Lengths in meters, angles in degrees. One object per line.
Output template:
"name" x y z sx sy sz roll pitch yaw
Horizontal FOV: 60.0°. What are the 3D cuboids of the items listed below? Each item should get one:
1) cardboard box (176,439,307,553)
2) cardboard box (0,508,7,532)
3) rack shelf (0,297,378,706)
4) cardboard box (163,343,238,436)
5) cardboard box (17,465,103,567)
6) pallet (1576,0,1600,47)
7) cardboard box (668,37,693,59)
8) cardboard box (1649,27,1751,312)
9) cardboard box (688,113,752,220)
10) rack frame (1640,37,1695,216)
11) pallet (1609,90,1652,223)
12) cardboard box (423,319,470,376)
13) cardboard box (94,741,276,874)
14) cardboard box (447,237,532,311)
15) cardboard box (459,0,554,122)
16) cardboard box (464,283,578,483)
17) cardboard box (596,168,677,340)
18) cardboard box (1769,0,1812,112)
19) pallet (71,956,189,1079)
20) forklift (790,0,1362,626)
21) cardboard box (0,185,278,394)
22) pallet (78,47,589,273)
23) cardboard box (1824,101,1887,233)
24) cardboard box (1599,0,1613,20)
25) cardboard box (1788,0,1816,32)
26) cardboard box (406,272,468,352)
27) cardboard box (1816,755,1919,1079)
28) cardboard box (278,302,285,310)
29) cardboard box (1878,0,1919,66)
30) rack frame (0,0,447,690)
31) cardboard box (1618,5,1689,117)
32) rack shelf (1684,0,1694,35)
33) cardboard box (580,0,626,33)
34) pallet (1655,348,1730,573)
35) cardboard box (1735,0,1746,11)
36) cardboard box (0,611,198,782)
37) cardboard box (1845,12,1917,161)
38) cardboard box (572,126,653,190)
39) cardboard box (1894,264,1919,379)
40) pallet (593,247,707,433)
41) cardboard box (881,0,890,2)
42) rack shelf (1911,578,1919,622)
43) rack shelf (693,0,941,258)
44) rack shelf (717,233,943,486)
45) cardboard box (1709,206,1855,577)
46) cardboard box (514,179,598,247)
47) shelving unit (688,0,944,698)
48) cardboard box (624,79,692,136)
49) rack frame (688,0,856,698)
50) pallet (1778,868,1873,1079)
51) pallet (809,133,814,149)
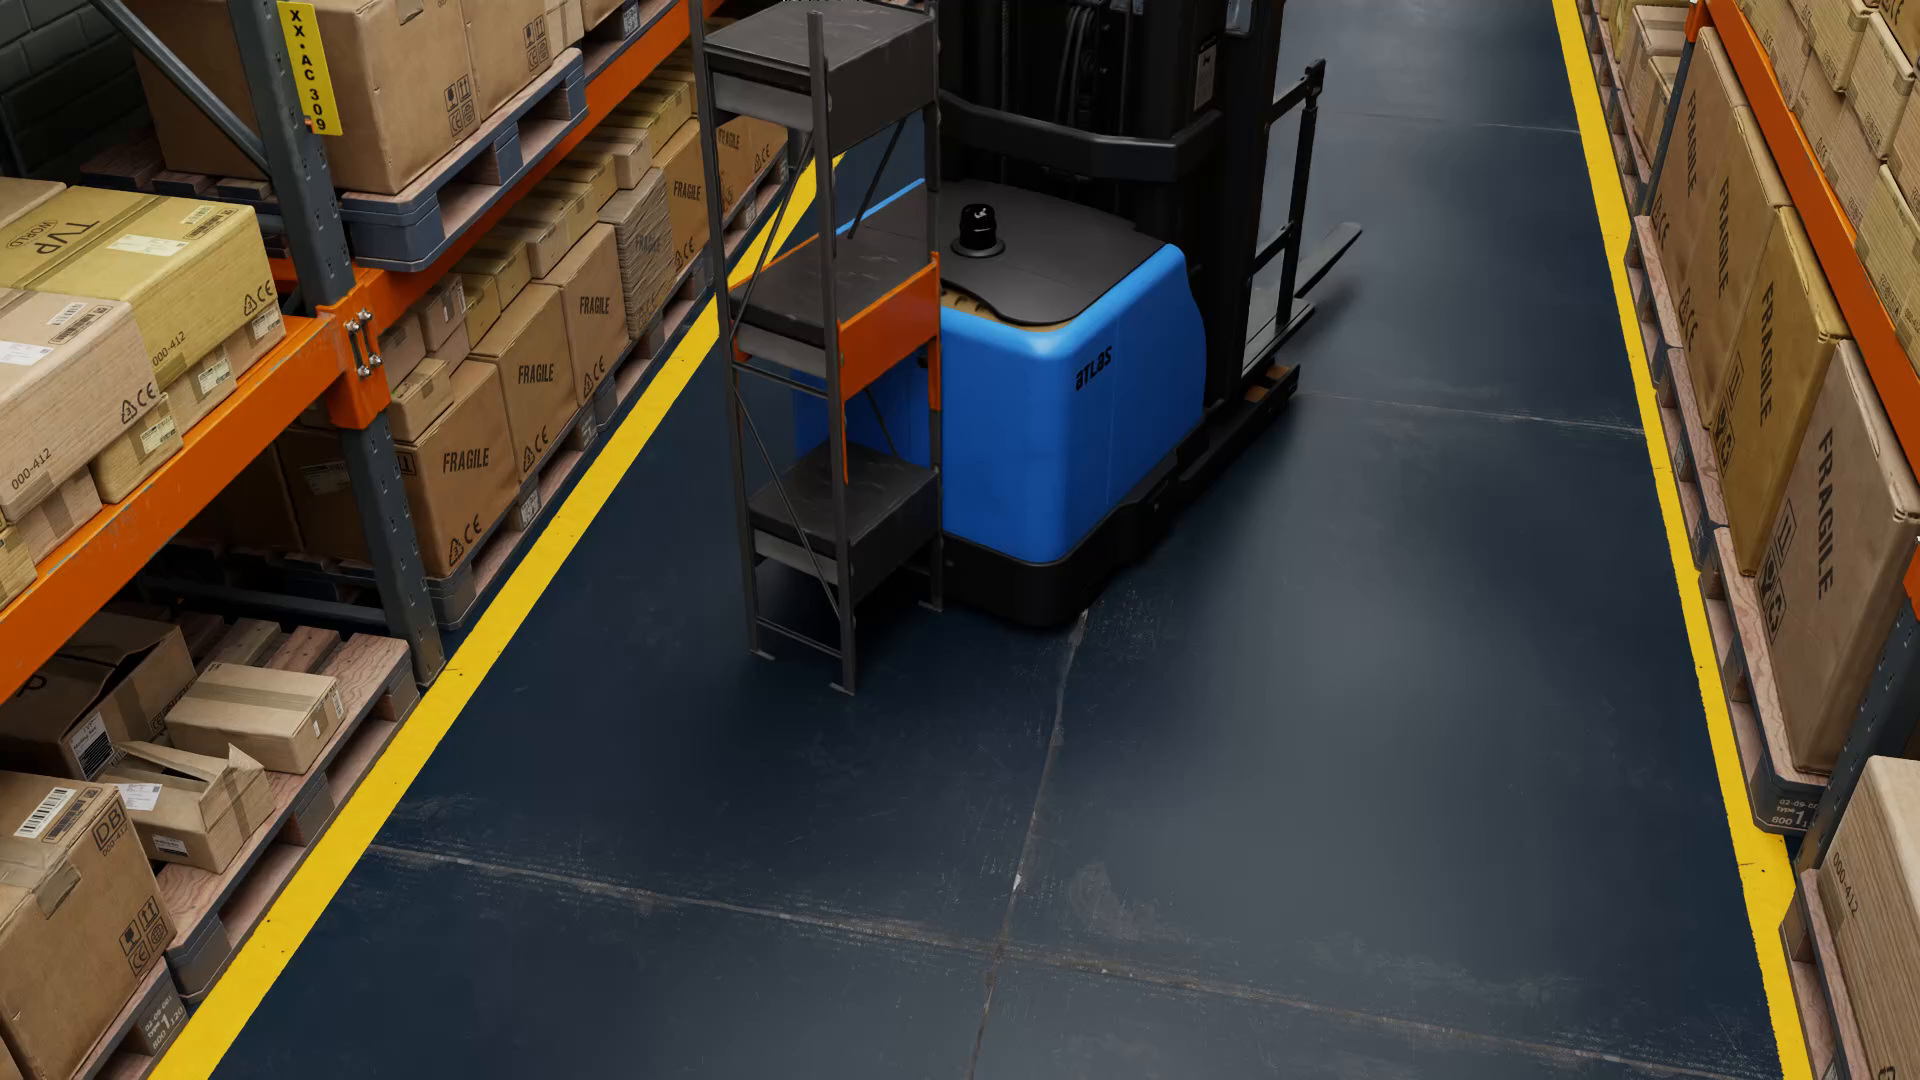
"cardboard box" -2.293 -0.328 5.419 0.500 0.500 0.500 7 37 10
"cardboard box" -2.191 -0.016 3.090 0.500 0.250 0.500 7 37 10
"rack shelf" -2.536 0.586 2.998 1.077 0.370 4.000 7 37 10
"cardboard box" -1.965 -0.384 3.937 0.380 0.149 0.250 8 37 11
"cardboard box" -2.079 -0.085 3.525 0.380 0.149 0.250 8 37 11
"pallet" 4.285 -3.243 10.044 1.003 0.211 1.213 7 37 10
"cardboard box" -1.141 -2.090 7.298 0.380 0.149 0.250 6 36 8
"cardboard box" 3.367 -1.449 6.646 0.875 0.875 0.875 7 37 10
"cardboard box" -1.252 -1.748 7.378 0.500 0.500 0.500 7 36 9
"rack frame" 3.596 -2.525 6.678 1.000 3.000 0.127 7 37 10
"pallet" 3.764 -1.844 8.114 1.003 0.211 1.213 7 37 10
"cardboard box" -1.789 -0.613 5.259 0.380 0.149 0.250 6 36 9
"cardboard box" -2.017 0.646 4.275 0.396 0.266 0.258 9 37 12
"cardboard box" -1.700 -0.921 5.684 0.380 0.149 0.250 7 36 9
"cardboard box" -1.676 -1.609 4.970 0.700 0.500 0.500 8 37 10
"cardboard box" -1.682 -0.565 5.746 0.500 0.500 0.500 7 36 9
"cardboard box" -1.454 -1.148 6.549 0.500 0.500 0.500 6 36 8
"cardboard box" 3.035 -1.619 5.555 0.500 0.250 0.500 8 37 12
"pallet" -2.515 1.372 3.677 1.003 0.211 1.213 7 37 10
"forklift" 0.659 -1.744 5.659 1.130 2.935 3.031 21 41 26
"cardboard box" -1.979 -0.589 3.881 0.500 0.250 0.500 8 37 11
"pallet" -1.831 -1.219 5.039 1.003 0.211 1.213 7 37 10
"cardboard box" 2.827 -1.039 4.755 0.500 0.250 0.500 6 36 9
"cardboard box" 4.190 -3.211 9.505 0.950 0.372 0.625 10 37 13
"cardboard box" 3.016 -1.827 5.416 0.500 0.250 0.500 7 37 10
"cardboard box" -1.764 -0.720 5.154 0.380 0.149 0.250 6 36 8
"cardboard box" 2.502 0.982 3.664 0.875 0.438 0.875 7 36 9
"cardboard box" -2.261 -0.671 5.339 0.380 0.149 0.250 7 37 10
"cardboard box" 2.822 -1.550 4.396 0.500 0.500 0.500 8 37 11
"rack frame" -2.109 -0.852 4.369 1.000 3.000 0.127 7 37 10
"cardboard box" 3.876 -2.378 8.356 0.950 0.372 0.625 7 36 9
"rack shelf" 4.023 -3.380 8.471 1.077 0.370 4.000 7 37 10
"cardboard box" -1.509 -2.059 5.591 0.700 0.500 0.500 7 37 10
"pallet" 3.091 -0.256 5.923 1.003 0.211 1.213 7 37 10
"cardboard box" 3.245 -2.215 6.378 0.500 0.250 0.500 7 36 9
"cardboard box" -2.481 0.416 4.553 0.500 0.311 0.500 9 37 12
"cardboard box" 2.802 -1.242 4.609 0.500 0.250 0.500 8 37 11
"cardboard box" -1.423 -1.494 6.475 0.380 0.149 0.250 6 36 8
"cardboard box" 2.591 -0.460 3.956 0.500 0.250 0.500 6 36 9
"pallet" -1.714 -0.895 6.806 1.003 0.211 1.213 7 37 10
"cardboard box" -0.832 -3.471 9.649 0.875 0.625 0.625 6 36 8
"rack shelf" 2.314 1.206 2.143 1.077 0.370 4.000 7 37 10
"rack shelf" -0.359 -1.110 4.323 0.431 0.518 0.480 21 41 26
"rack shelf" -0.359 -0.543 4.733 0.431 0.518 0.480 21 41 26
"cardboard box" 2.981 -0.426 5.234 0.875 0.875 0.875 8 37 11
"cardboard box" -1.555 -1.201 6.071 0.380 0.149 0.250 9 37 12
"shelving unit" -0.359 -0.554 4.725 0.431 2.100 0.503 21 41 26
"cardboard box" -1.341 -1.799 6.896 0.380 0.149 0.250 8 37 11
"rack frame" -0.492 -0.434 4.559 0.400 2.100 0.015 21 41 26
"pallet" 2.502 1.323 3.744 1.003 0.211 1.213 7 37 10
"pallet" -1.040 -2.483 8.996 1.003 0.211 1.213 7 37 10
